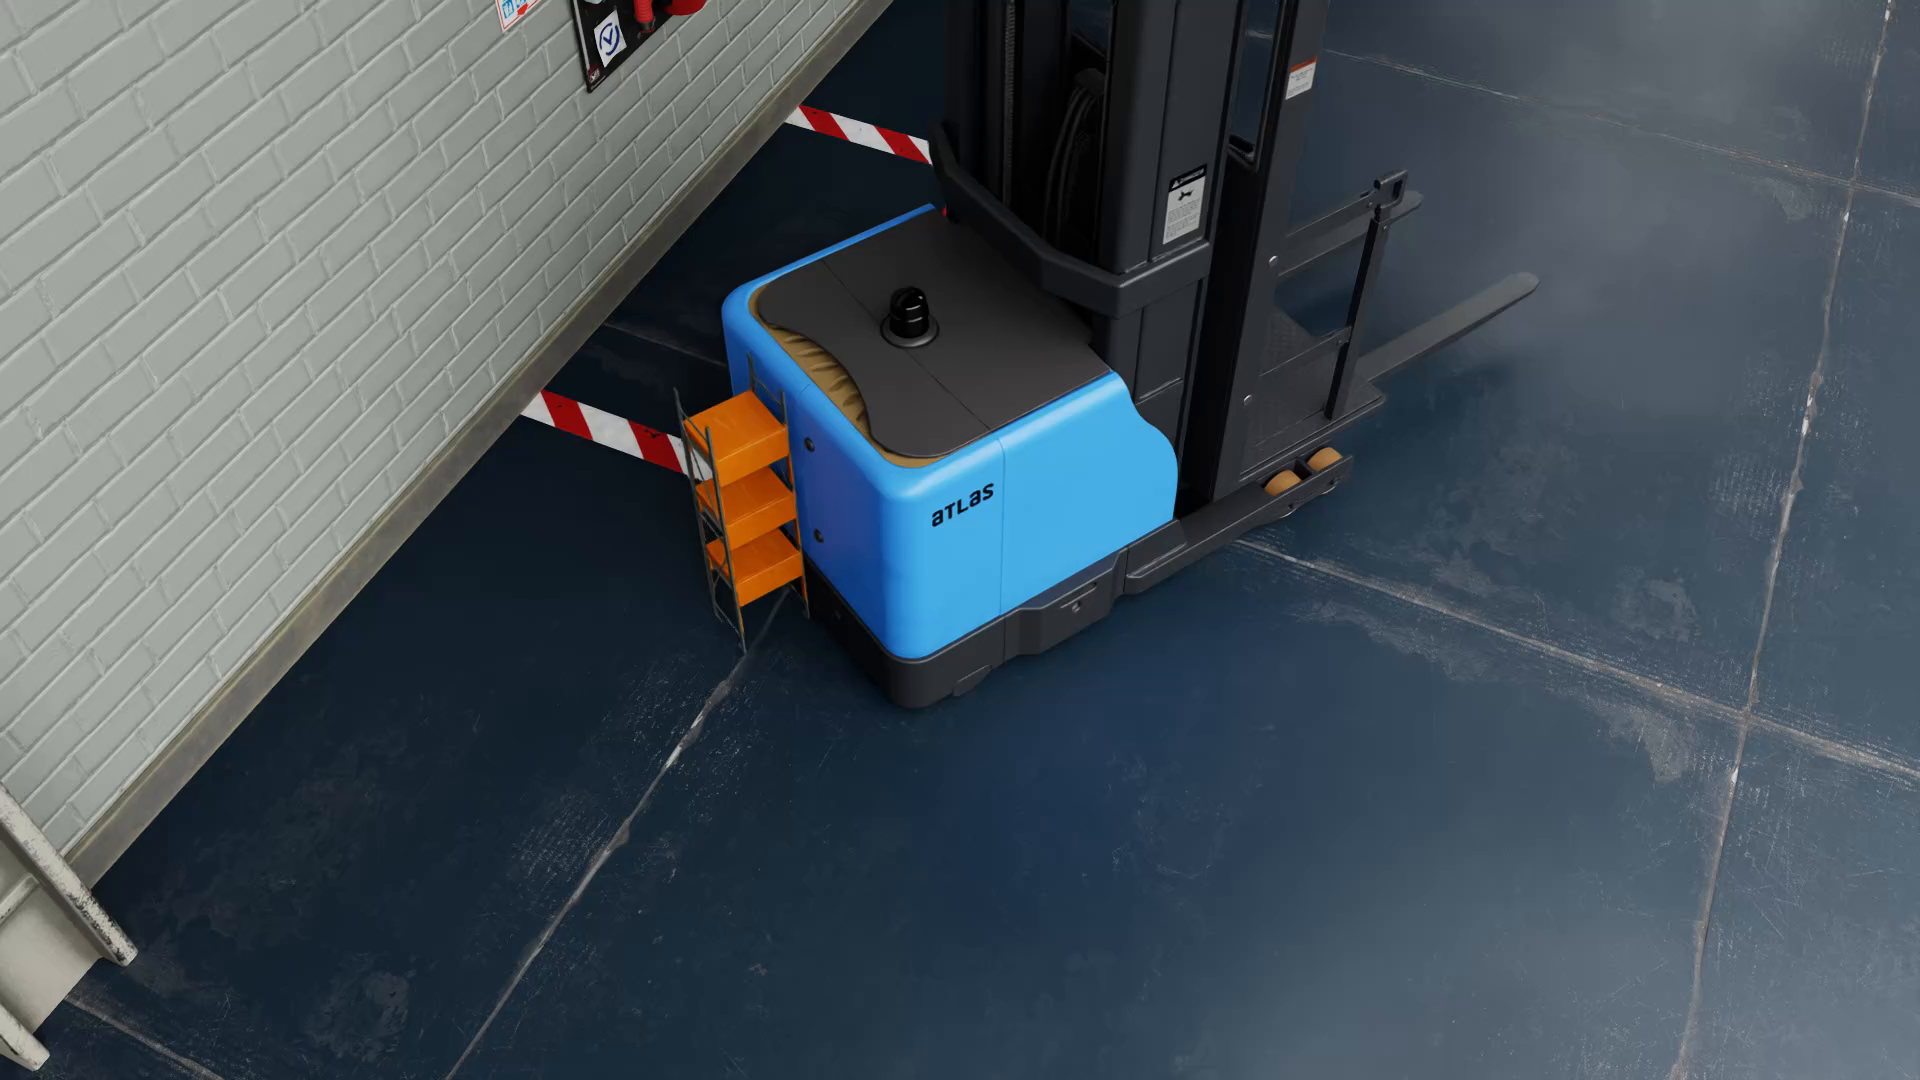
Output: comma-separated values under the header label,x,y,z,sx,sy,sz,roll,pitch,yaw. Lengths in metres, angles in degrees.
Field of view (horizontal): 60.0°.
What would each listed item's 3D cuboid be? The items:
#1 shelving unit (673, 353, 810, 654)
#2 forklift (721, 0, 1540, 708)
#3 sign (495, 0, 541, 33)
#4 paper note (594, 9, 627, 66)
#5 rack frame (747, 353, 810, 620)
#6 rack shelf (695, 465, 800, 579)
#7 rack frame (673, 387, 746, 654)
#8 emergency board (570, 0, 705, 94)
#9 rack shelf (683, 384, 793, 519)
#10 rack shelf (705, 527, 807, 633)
label,x,y,z,sx,sy,sz,roll,pitch,yaw
shelving unit,-0.659,-0.086,5.134,0.252,1.050,0.215,-28,55,-22
forklift,0.767,-1.332,4.959,3.031,2.935,1.130,-28,55,-22
sign,-1.424,-1.819,5.305,0.001,0.329,0.234,20,52,16
paper note,-1.232,-1.770,5.865,0.016,0.148,0.142,20,52,16
rack frame,-0.559,-0.139,5.179,0.008,1.050,0.200,-28,55,-22
rack shelf,-0.659,-0.079,5.142,0.240,0.259,0.215,-28,55,-22
rack frame,-0.759,-0.033,5.088,0.008,1.050,0.200,-28,55,-22
emergency board,-1.094,-2.155,5.614,0.194,1.169,0.643,20,52,16
rack shelf,-0.659,-0.263,4.926,0.240,0.259,0.215,-28,55,-22
rack shelf,-0.659,0.101,5.353,0.240,0.259,0.215,-28,55,-22
